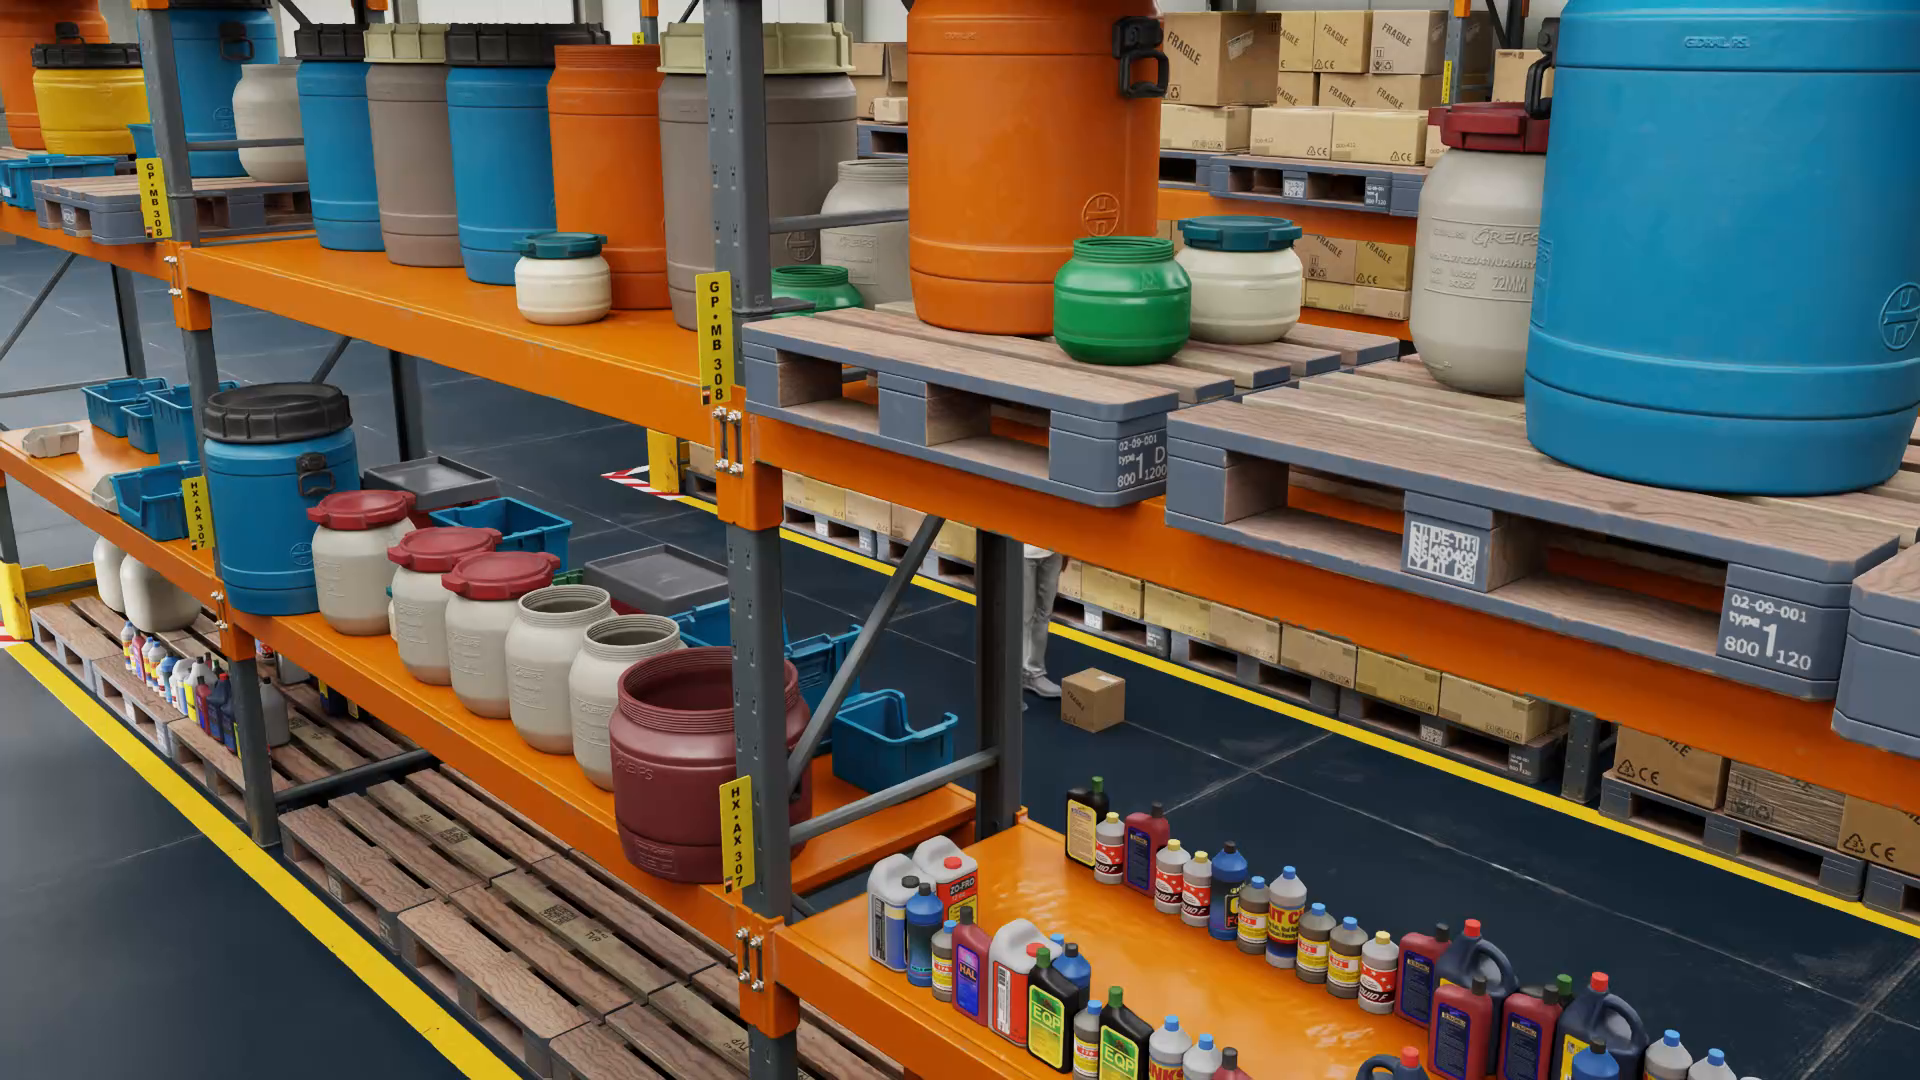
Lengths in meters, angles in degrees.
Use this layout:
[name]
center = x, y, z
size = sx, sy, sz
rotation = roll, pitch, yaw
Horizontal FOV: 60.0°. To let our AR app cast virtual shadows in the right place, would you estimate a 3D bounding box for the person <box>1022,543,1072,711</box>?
[person]
center = 0.402, 0.056, 9.327
size = 0.569, 1.767, 0.368
rotation = -16, 23, -41
